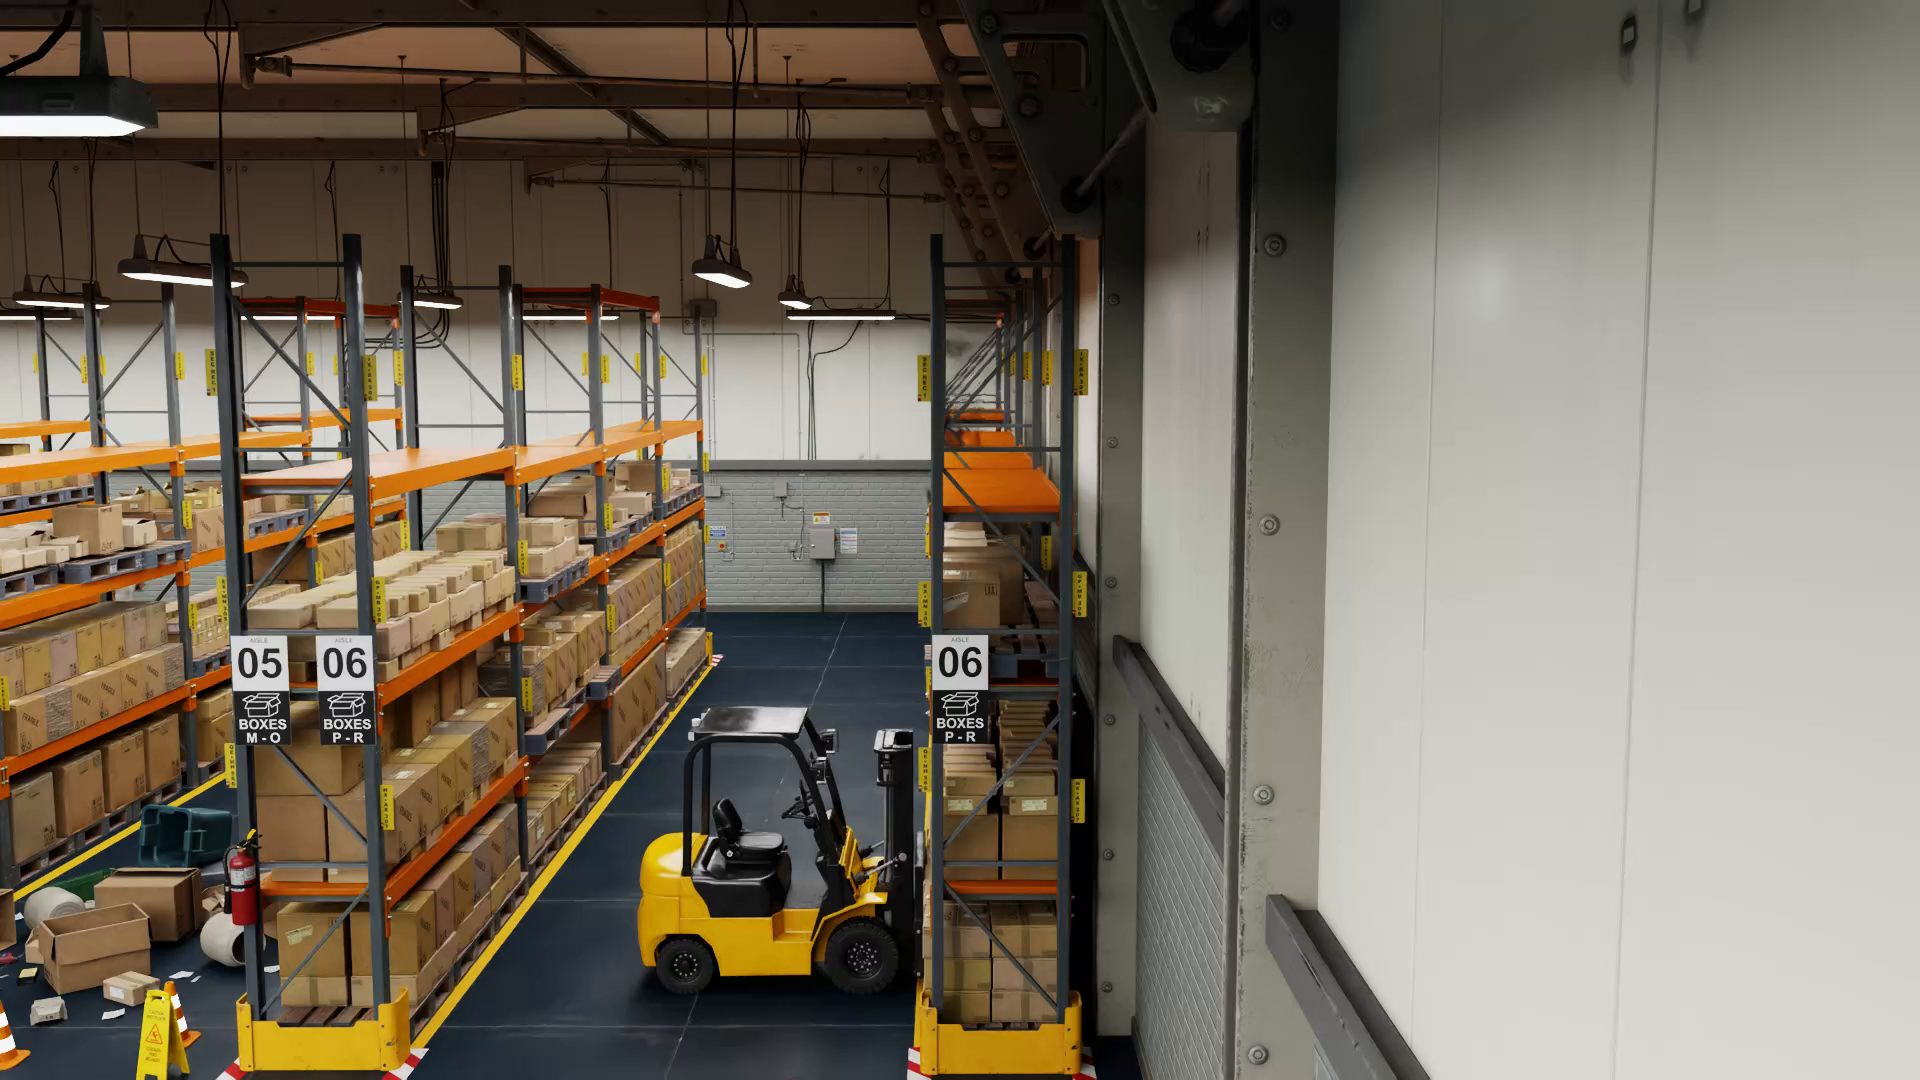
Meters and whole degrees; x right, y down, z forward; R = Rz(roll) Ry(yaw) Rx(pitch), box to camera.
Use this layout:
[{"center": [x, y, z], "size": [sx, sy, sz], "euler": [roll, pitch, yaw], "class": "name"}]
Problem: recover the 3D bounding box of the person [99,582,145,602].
[{"center": [-14.579, 1.125, 28.896], "size": [0.850, 1.772, 0.682], "euler": [1, 6, 11], "class": "person"}]
